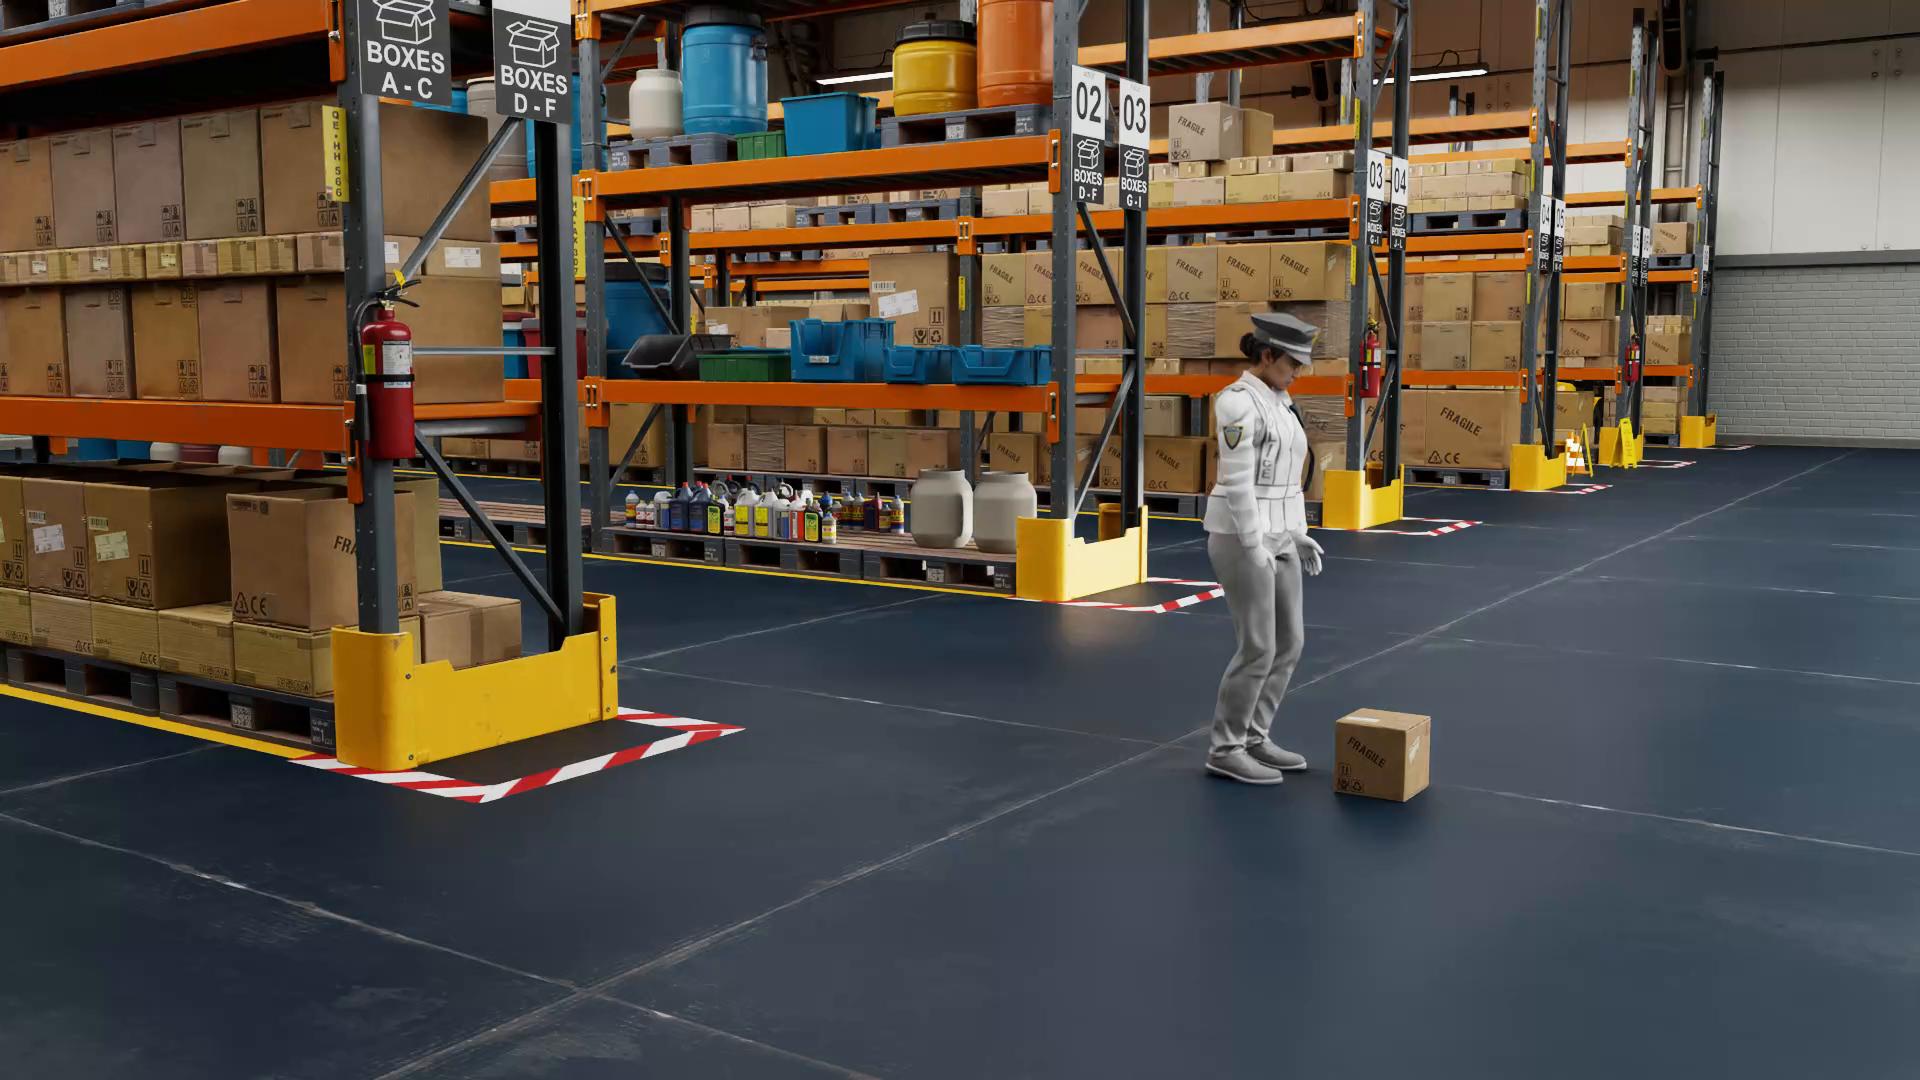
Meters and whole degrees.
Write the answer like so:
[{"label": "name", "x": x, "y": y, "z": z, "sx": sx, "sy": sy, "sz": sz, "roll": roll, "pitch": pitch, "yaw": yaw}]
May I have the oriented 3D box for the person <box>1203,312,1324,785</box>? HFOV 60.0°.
[{"label": "person", "x": 1.084, "y": 0.020, "z": 5.935, "sx": 0.381, "sy": 1.652, "sz": 0.485, "roll": 4, "pitch": 8, "yaw": 35}]
